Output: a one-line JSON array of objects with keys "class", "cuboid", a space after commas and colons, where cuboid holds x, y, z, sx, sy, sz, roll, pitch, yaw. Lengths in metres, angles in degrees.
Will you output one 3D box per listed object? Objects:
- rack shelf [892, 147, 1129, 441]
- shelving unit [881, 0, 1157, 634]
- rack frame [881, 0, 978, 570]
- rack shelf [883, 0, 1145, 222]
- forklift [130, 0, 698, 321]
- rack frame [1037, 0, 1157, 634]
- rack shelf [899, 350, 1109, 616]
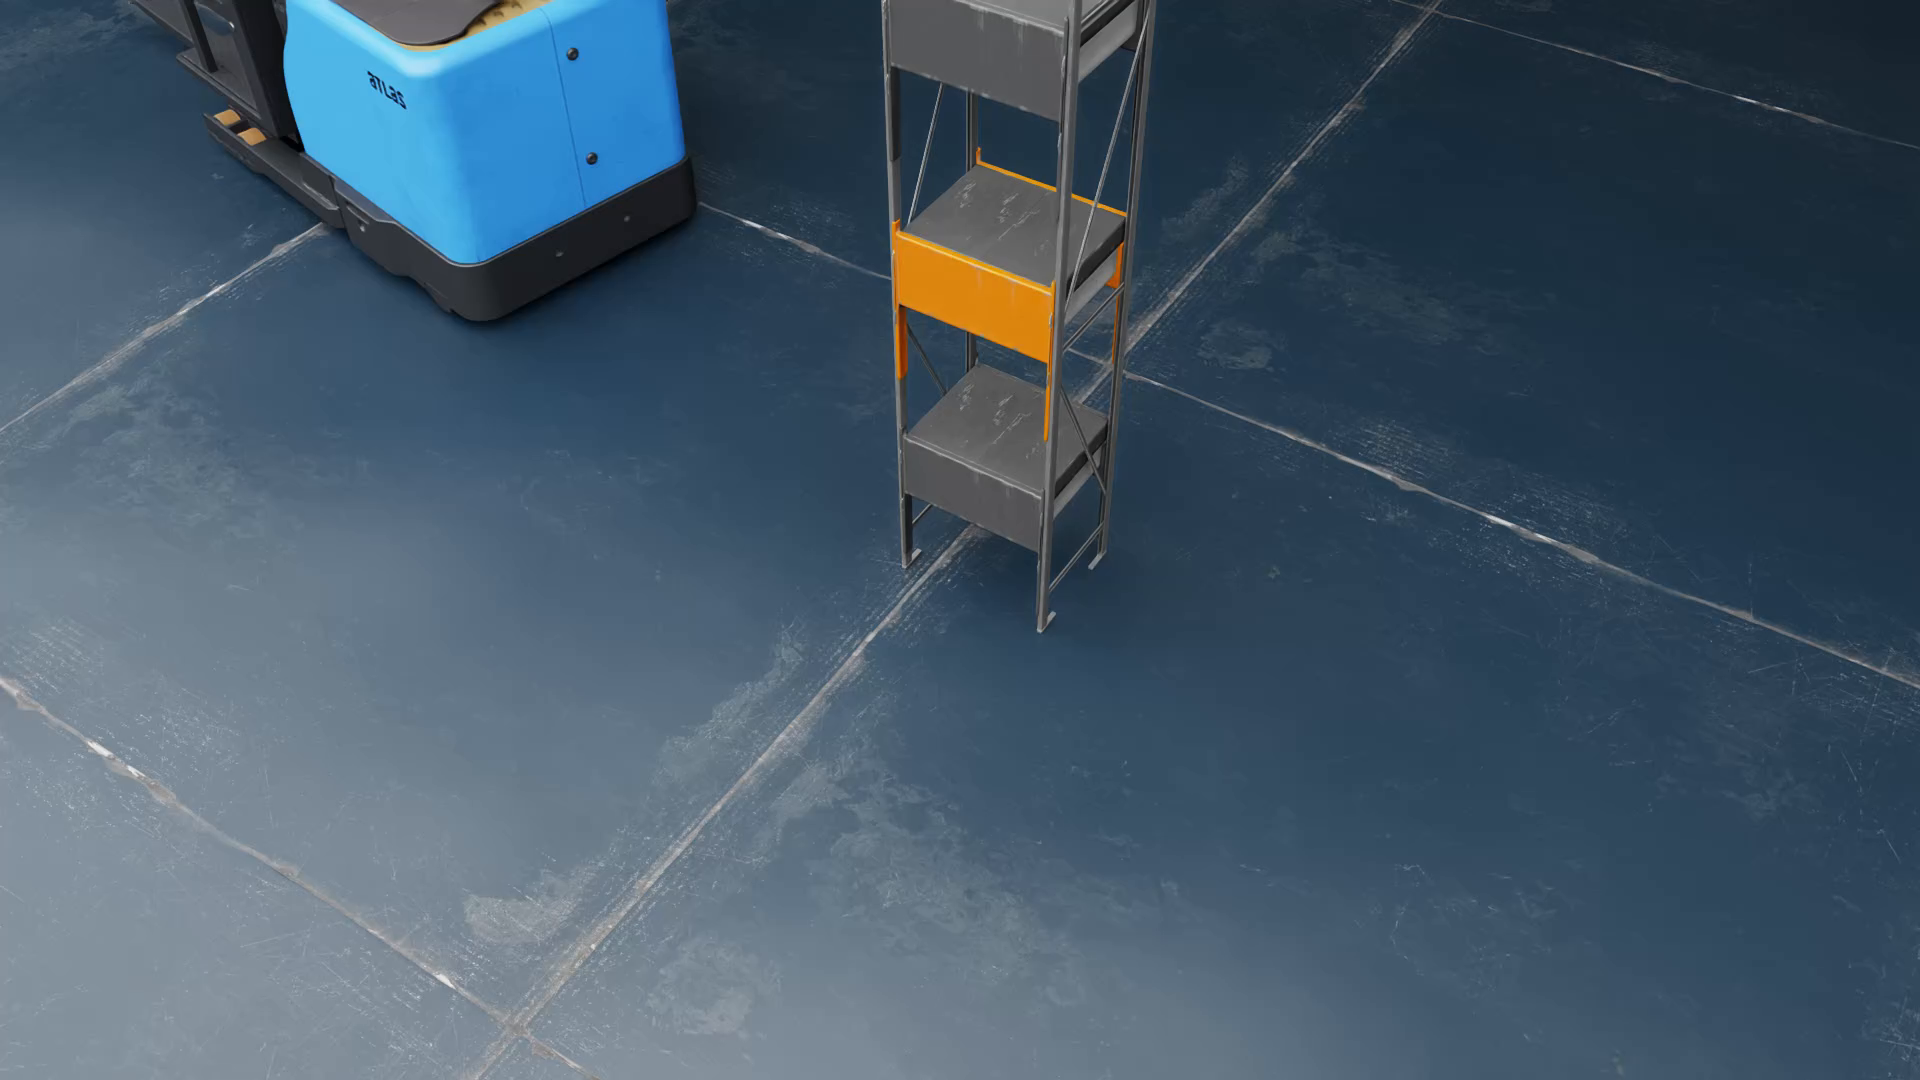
[{"class": "rack shelf", "cuboid": [0.139, -0.658, 4.444, 0.480, 0.518, 0.431, 25, 51, 22]}, {"class": "shelving unit", "cuboid": [0.139, -0.668, 4.435, 0.503, 2.100, 0.431, 25, 51, 22]}, {"class": "rack frame", "cuboid": [-0.066, -0.762, 4.526, 0.015, 2.100, 0.400, 25, 51, 22]}, {"class": "rack shelf", "cuboid": [0.139, -1.146, 3.942, 0.480, 0.518, 0.431, 25, 51, 22]}, {"class": "forklift", "cuboid": [-2.415, -2.744, 5.872, 3.031, 2.935, 1.130, 35, 55, 29]}, {"class": "rack frame", "cuboid": [0.345, -0.573, 4.343, 0.015, 2.100, 0.400, 25, 51, 22]}, {"class": "rack shelf", "cuboid": [0.139, -0.170, 4.946, 0.480, 0.518, 0.431, 25, 51, 22]}]
